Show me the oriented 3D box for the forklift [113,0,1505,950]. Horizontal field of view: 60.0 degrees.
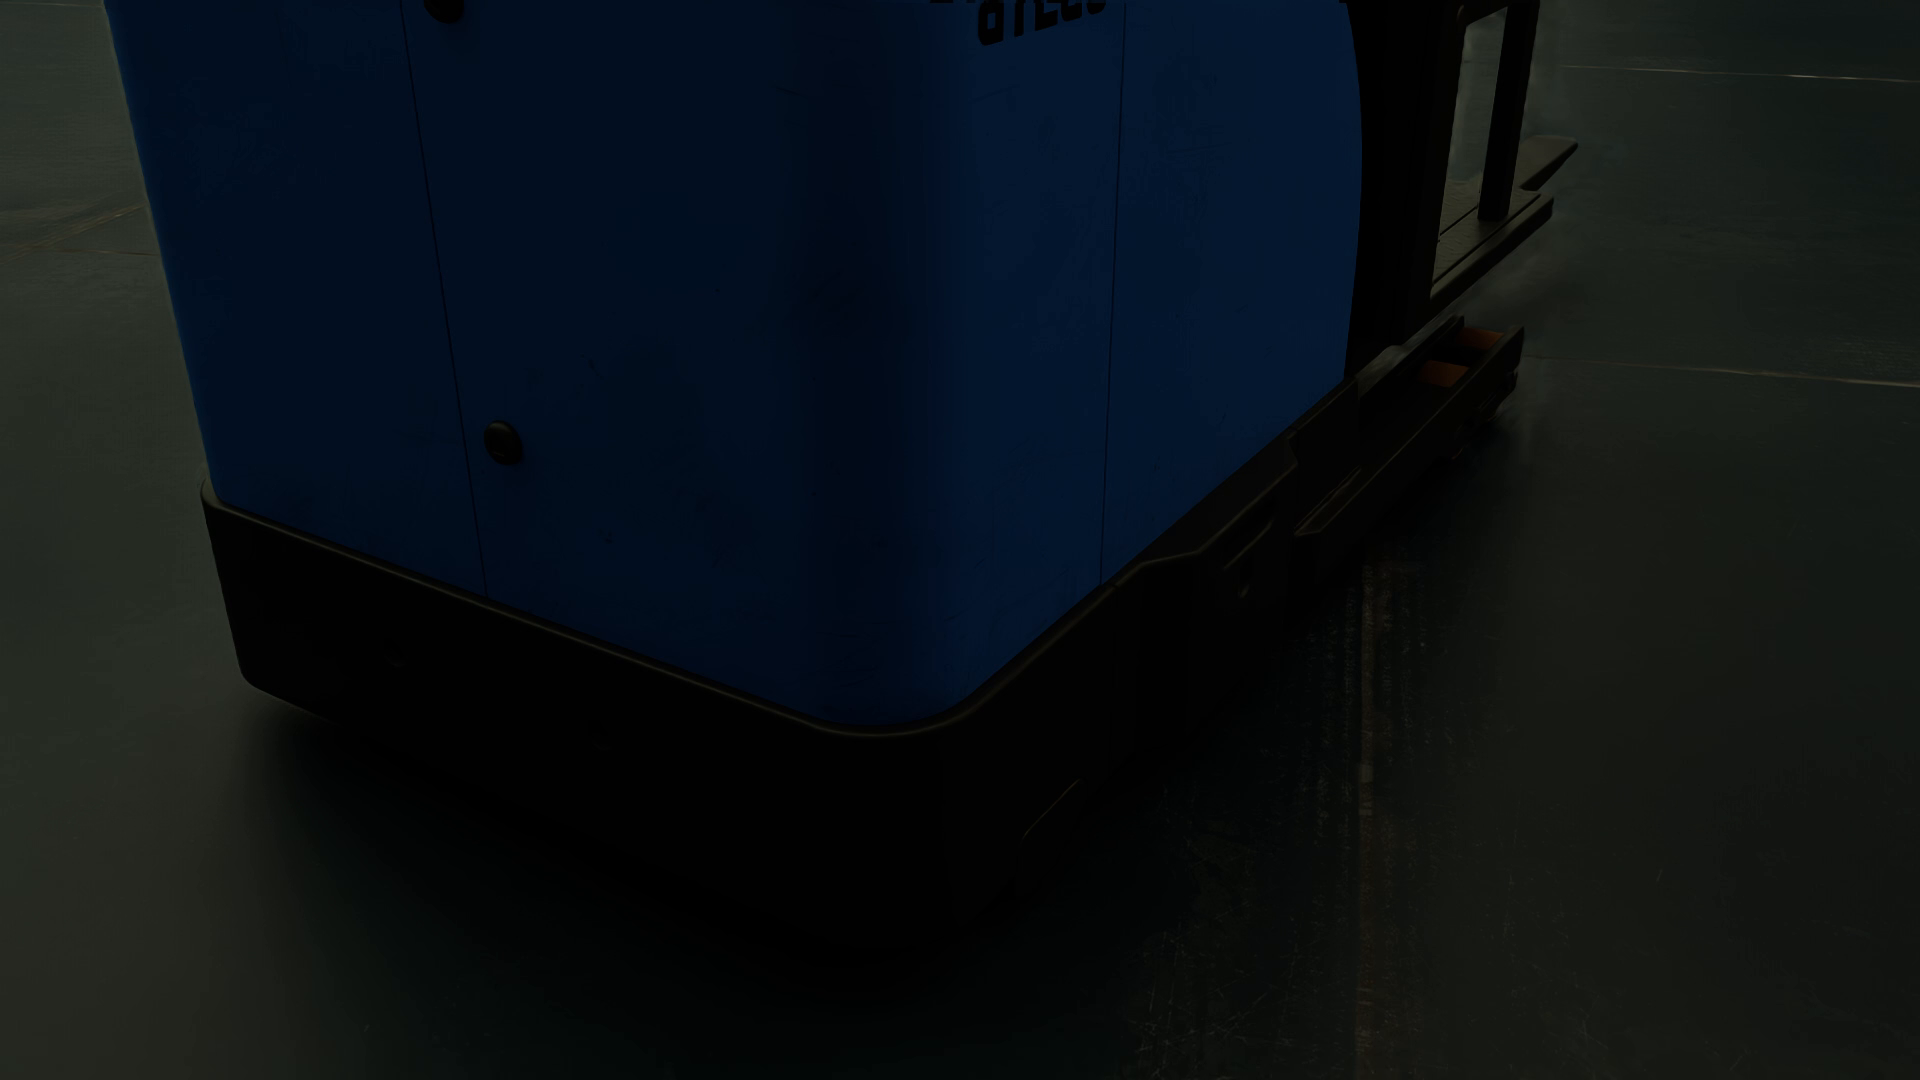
[{"bbox_3d":[0.279,-1.553,2.325,1.130,2.935,3.031,13,30,24],"label":"forklift"}]
